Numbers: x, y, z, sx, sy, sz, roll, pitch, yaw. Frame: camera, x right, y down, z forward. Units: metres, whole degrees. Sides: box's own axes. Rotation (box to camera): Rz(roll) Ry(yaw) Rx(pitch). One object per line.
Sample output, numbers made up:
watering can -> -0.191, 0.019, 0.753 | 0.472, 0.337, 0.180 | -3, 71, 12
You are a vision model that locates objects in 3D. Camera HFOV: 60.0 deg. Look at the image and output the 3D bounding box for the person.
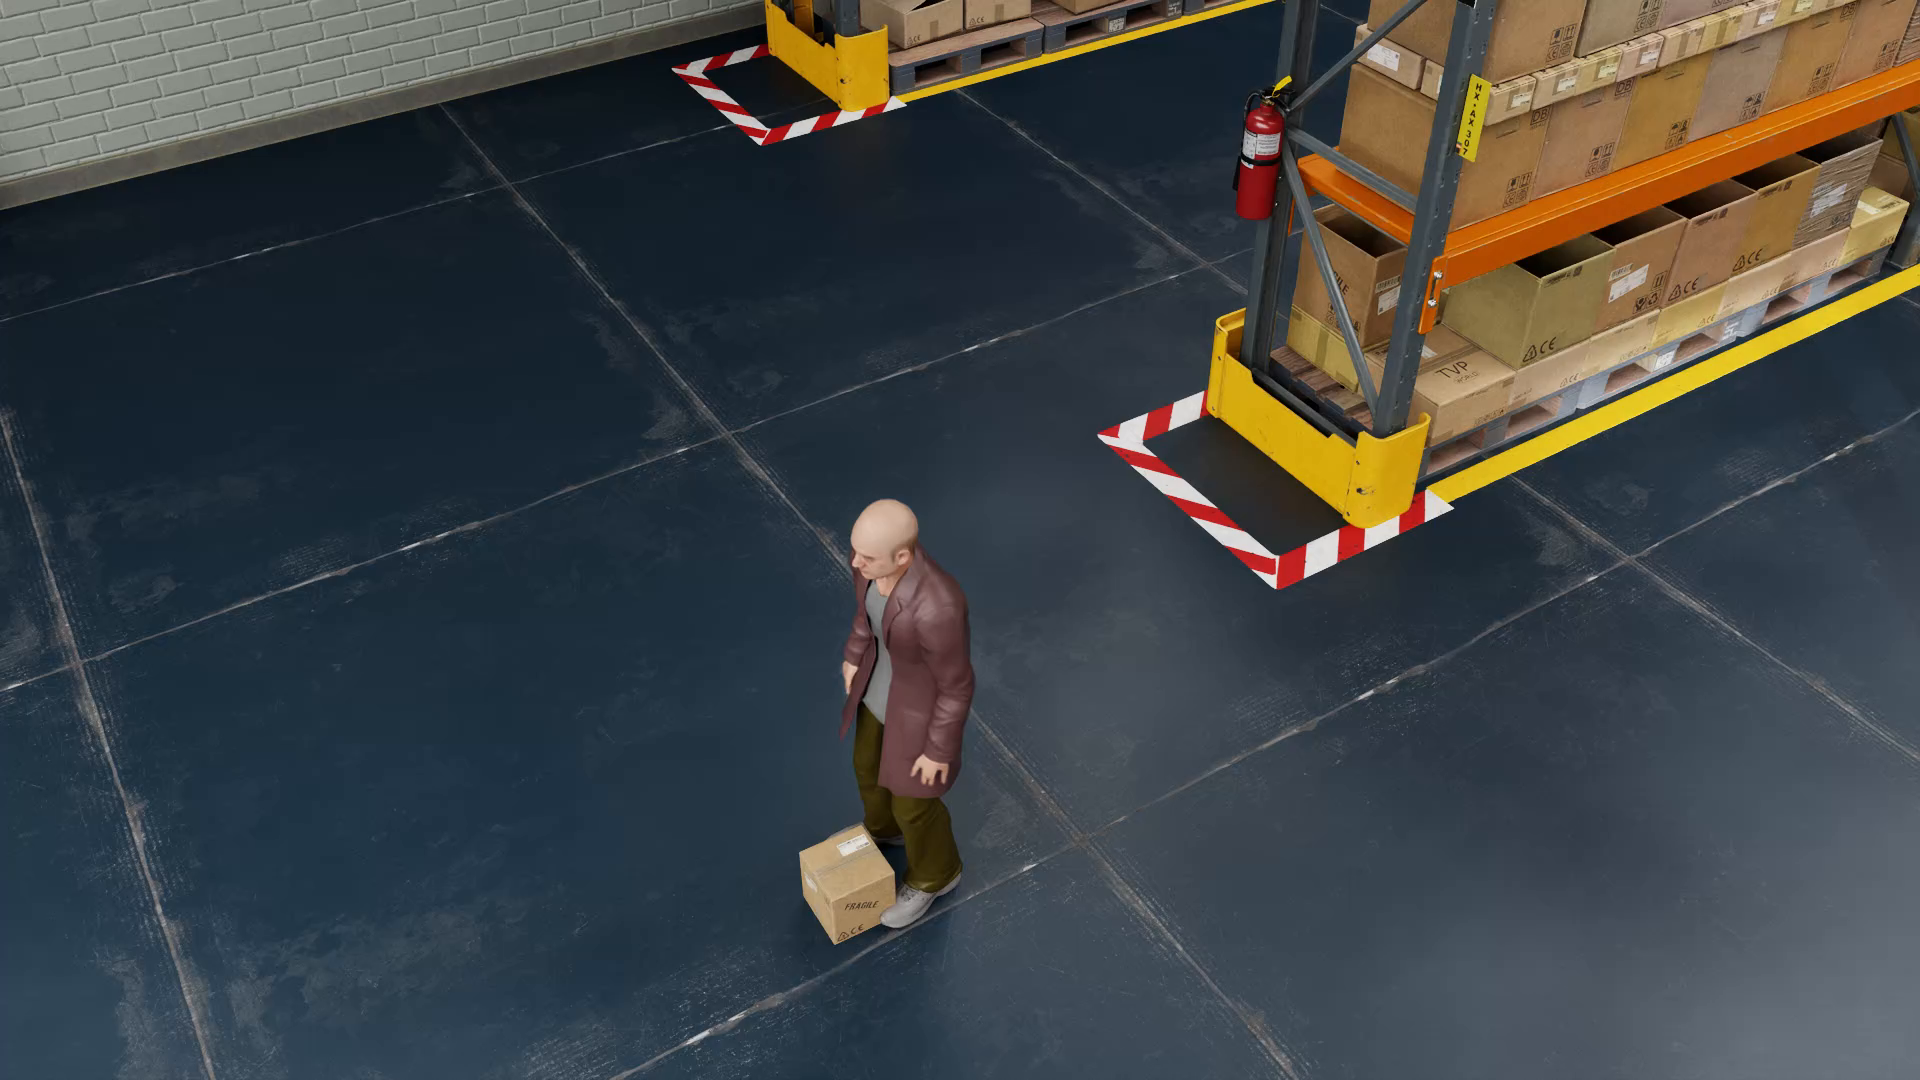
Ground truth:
person -> -0.195, 0.547, 5.522 | 0.428, 1.773, 0.643 | -22, 45, -24
